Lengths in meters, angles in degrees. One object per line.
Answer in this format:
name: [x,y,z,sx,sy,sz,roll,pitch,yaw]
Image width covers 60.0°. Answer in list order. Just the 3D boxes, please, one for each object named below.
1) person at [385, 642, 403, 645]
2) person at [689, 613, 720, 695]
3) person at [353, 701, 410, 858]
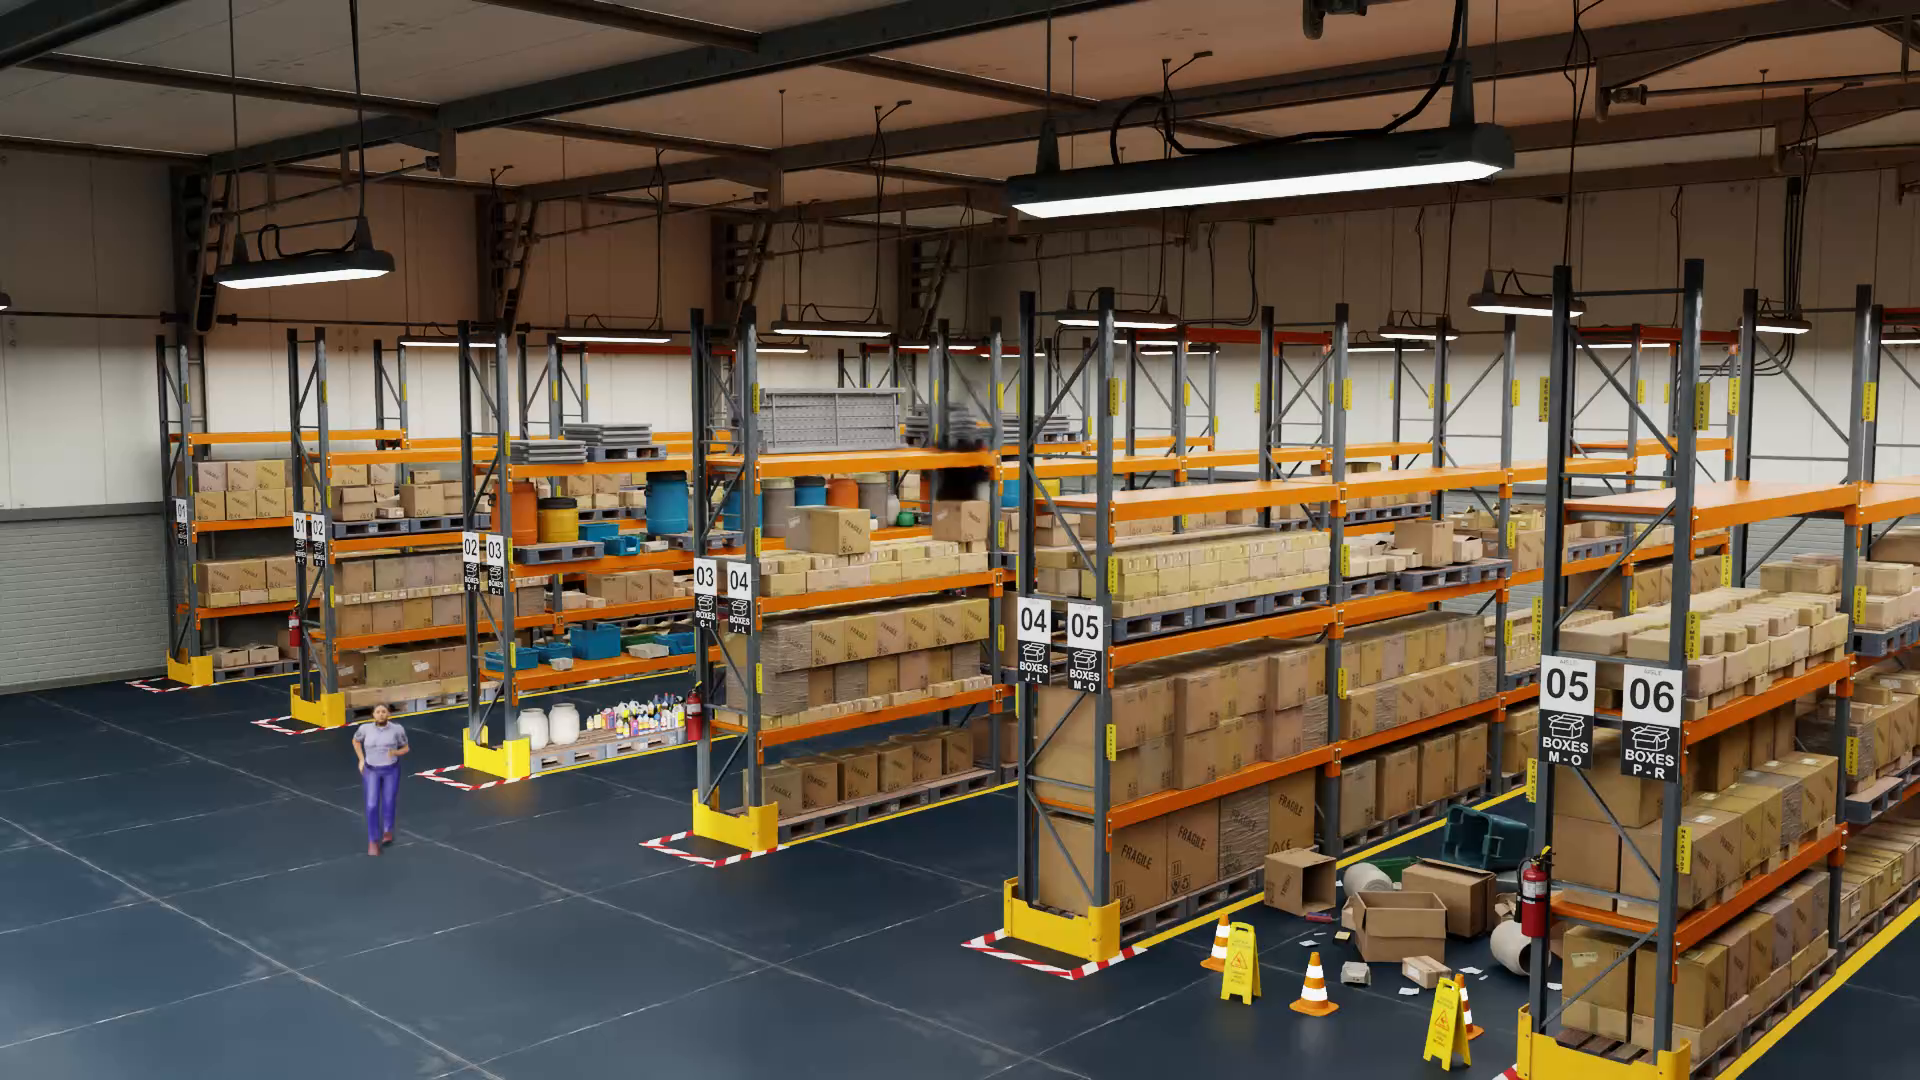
person: [-9.572,1.665,28.060,0.542,1.721,0.674,-5,8,-45]
person: [-4.200,1.750,27.439,0.658,1.676,0.618,3,6,31]
person: [-6.399,2.632,18.425,0.584,1.710,0.752,-2,6,-22]
